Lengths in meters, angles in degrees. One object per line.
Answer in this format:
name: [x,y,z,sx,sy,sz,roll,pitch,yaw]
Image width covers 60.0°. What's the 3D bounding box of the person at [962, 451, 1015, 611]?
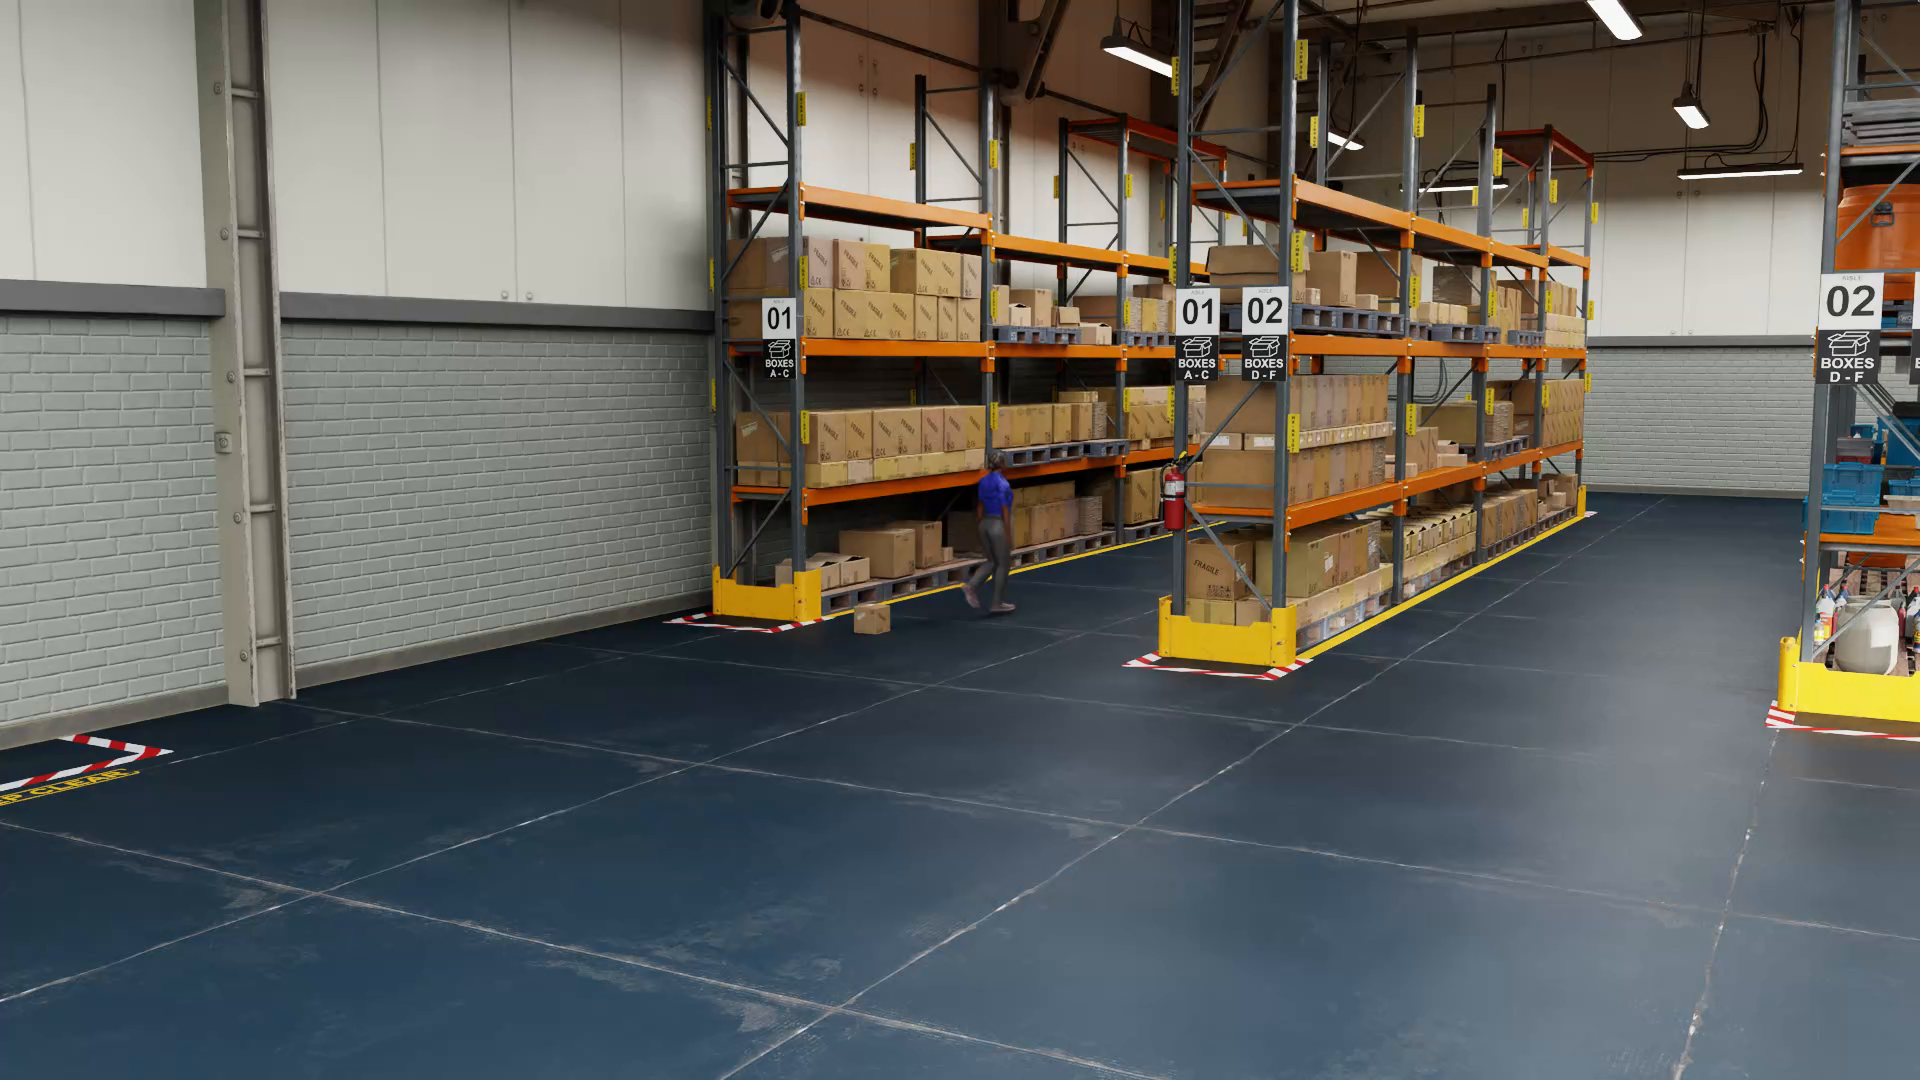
person: [0.309,-0.083,16.964,0.545,1.642,0.455,-4,7,-36]
